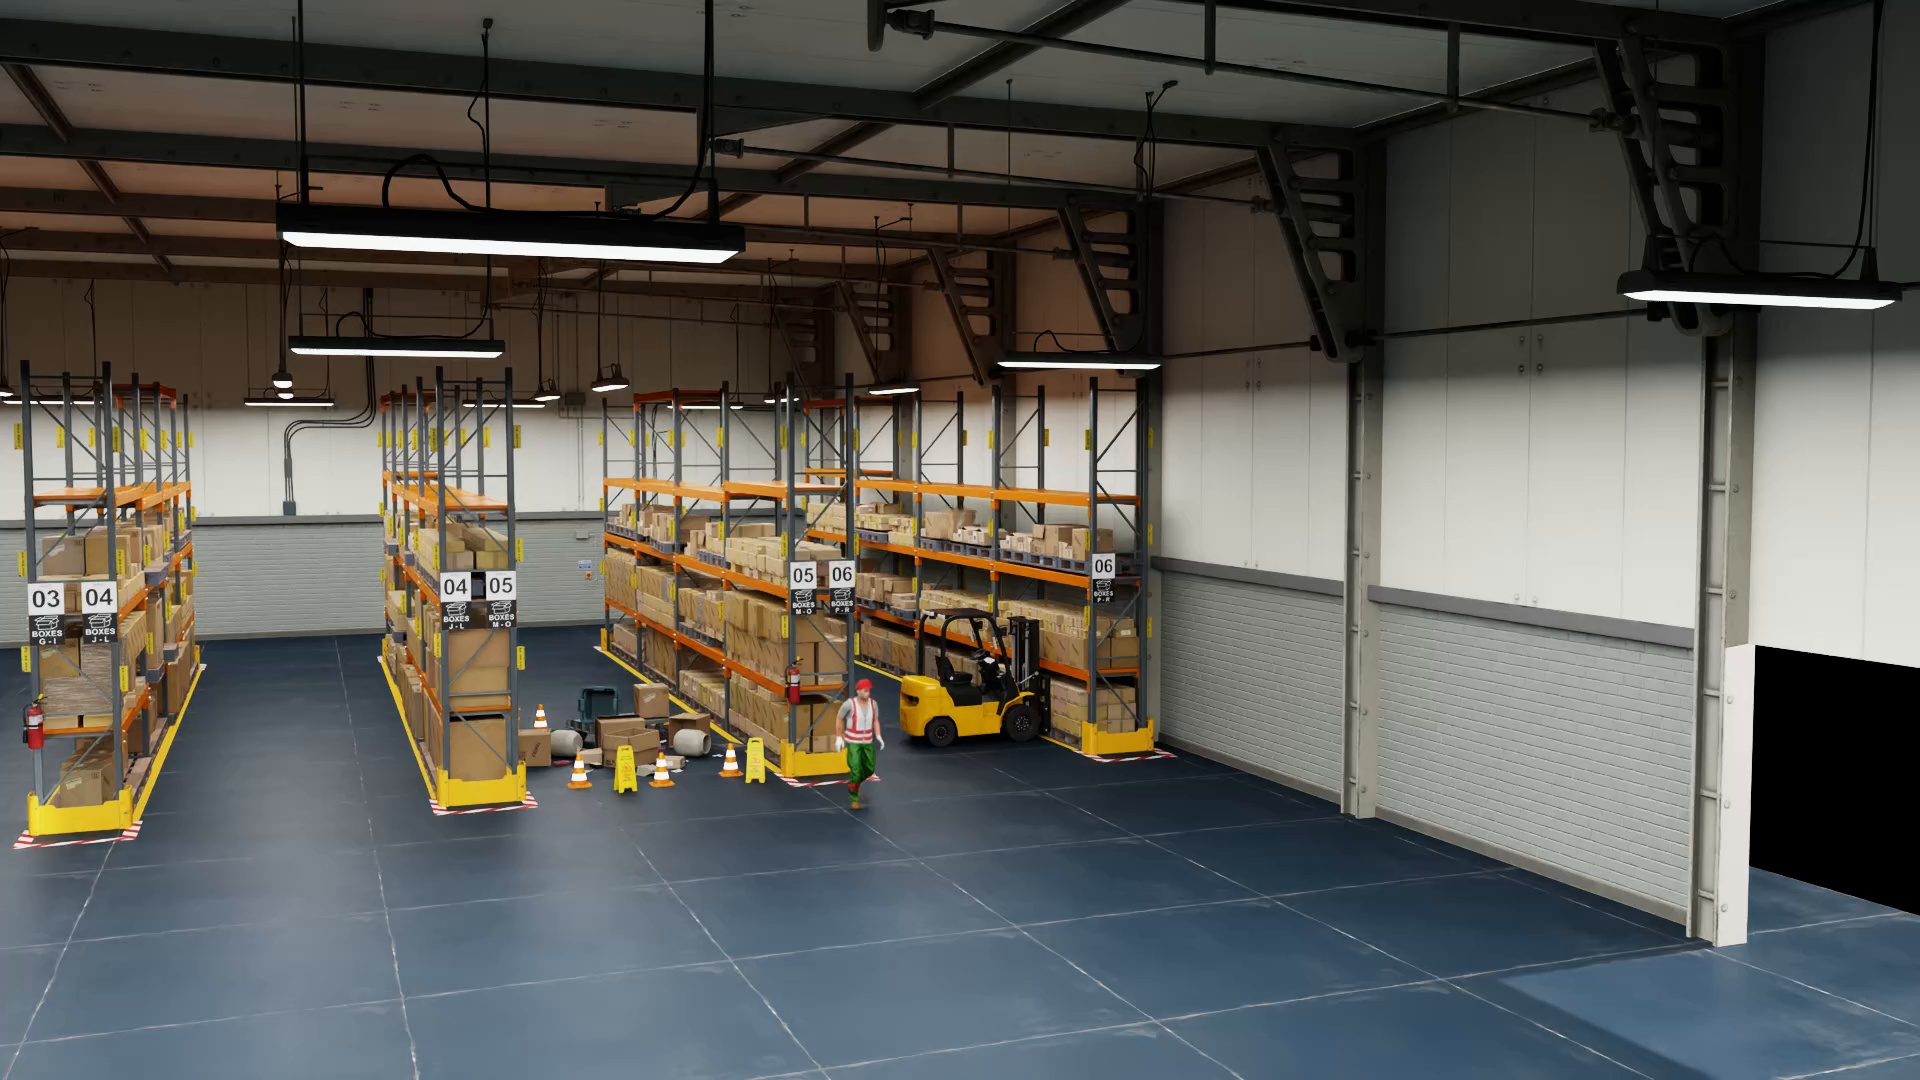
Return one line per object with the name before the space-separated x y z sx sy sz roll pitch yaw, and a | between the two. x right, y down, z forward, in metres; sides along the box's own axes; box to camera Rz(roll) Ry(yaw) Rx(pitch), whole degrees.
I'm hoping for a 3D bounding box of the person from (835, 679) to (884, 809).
person | -1.432 2.760 22.752 0.618 1.768 0.683 -2 4 -33
